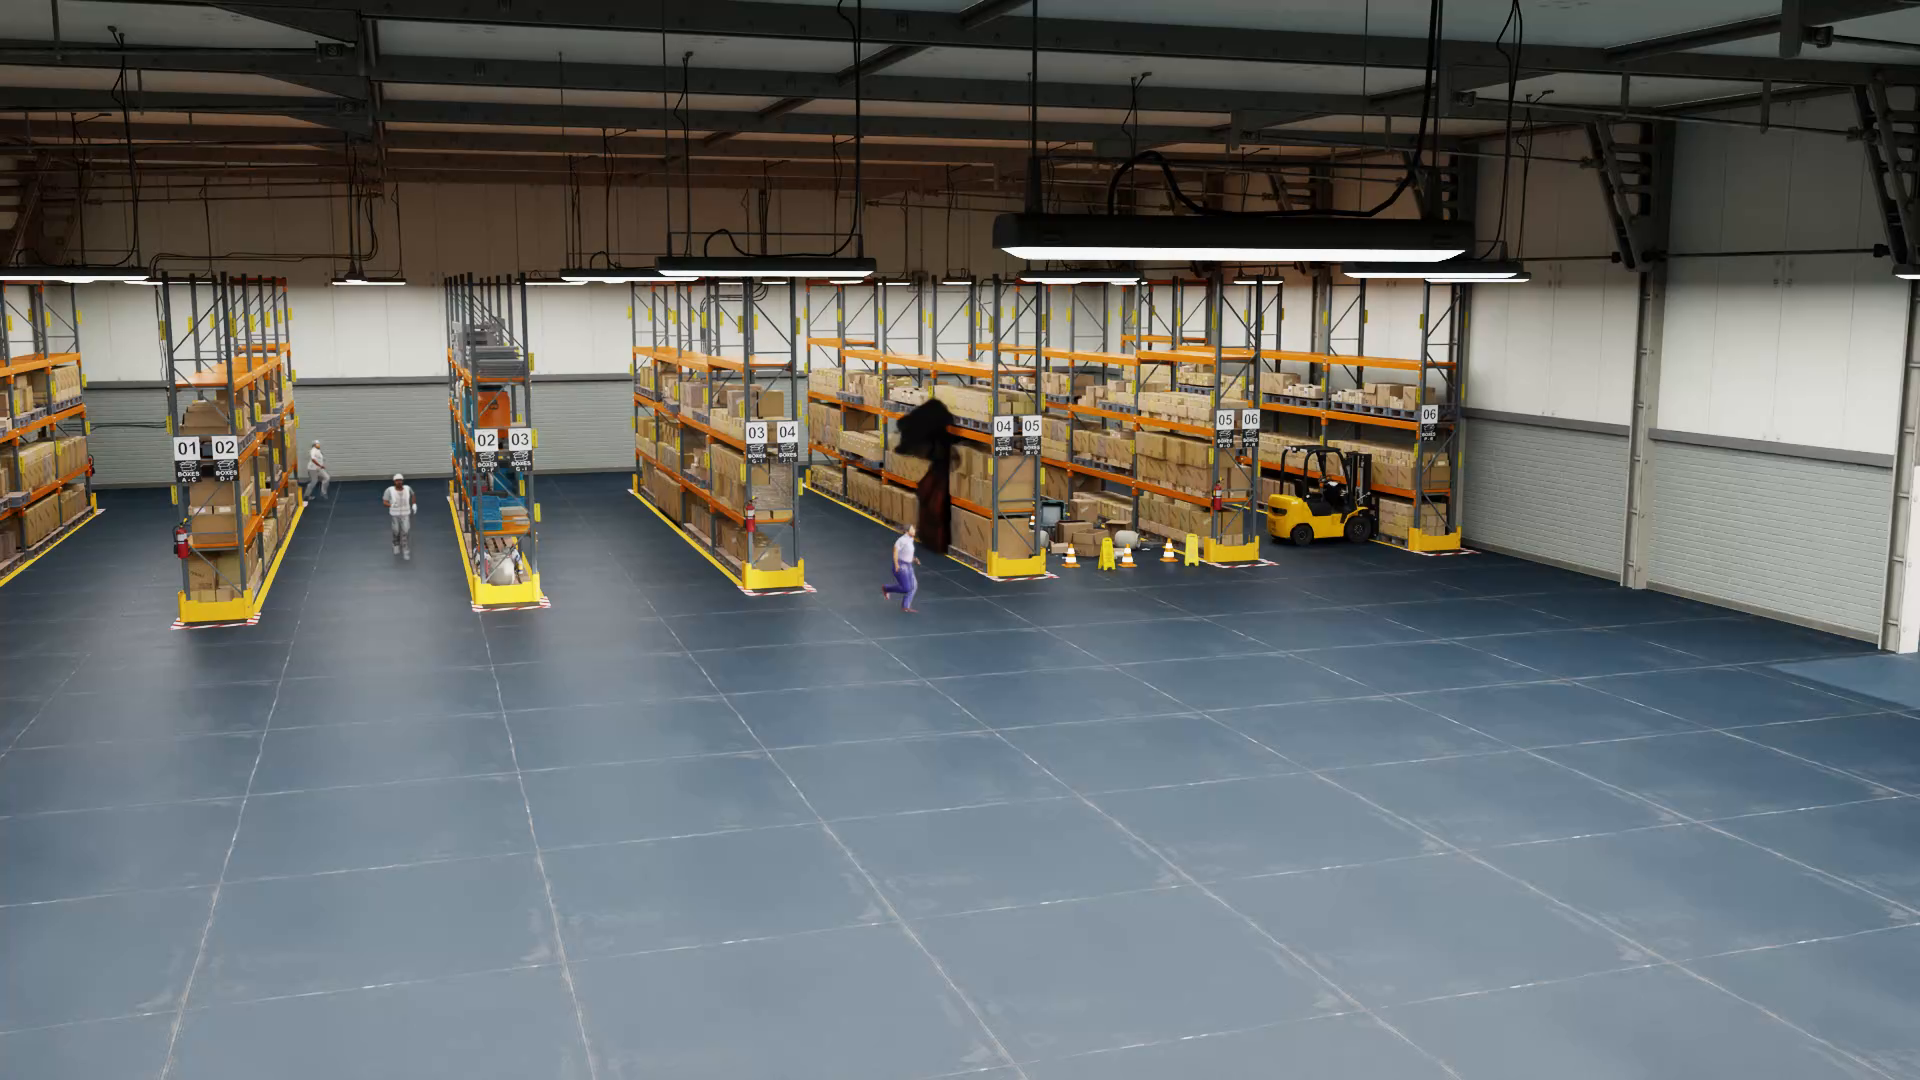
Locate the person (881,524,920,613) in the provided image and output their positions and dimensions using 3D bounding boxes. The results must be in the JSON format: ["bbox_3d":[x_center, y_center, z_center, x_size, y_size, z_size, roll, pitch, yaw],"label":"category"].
[{"bbox_3d":[-1.059,0.506,29.625,0.669,1.613,0.636,2,9,14],"label":"person"}]

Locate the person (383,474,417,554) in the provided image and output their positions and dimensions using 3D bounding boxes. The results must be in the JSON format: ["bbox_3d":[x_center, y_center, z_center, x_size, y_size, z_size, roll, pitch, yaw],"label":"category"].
[{"bbox_3d":[-11.972,-0.570,35.551,0.703,1.712,0.771,-4,10,-25],"label":"person"}]

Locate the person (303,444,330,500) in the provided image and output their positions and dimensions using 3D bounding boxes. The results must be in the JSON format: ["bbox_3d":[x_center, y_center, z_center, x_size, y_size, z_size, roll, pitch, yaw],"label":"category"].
[{"bbox_3d":[-17.567,-1.876,45.245,0.711,1.669,0.621,0,9,-2],"label":"person"}]
